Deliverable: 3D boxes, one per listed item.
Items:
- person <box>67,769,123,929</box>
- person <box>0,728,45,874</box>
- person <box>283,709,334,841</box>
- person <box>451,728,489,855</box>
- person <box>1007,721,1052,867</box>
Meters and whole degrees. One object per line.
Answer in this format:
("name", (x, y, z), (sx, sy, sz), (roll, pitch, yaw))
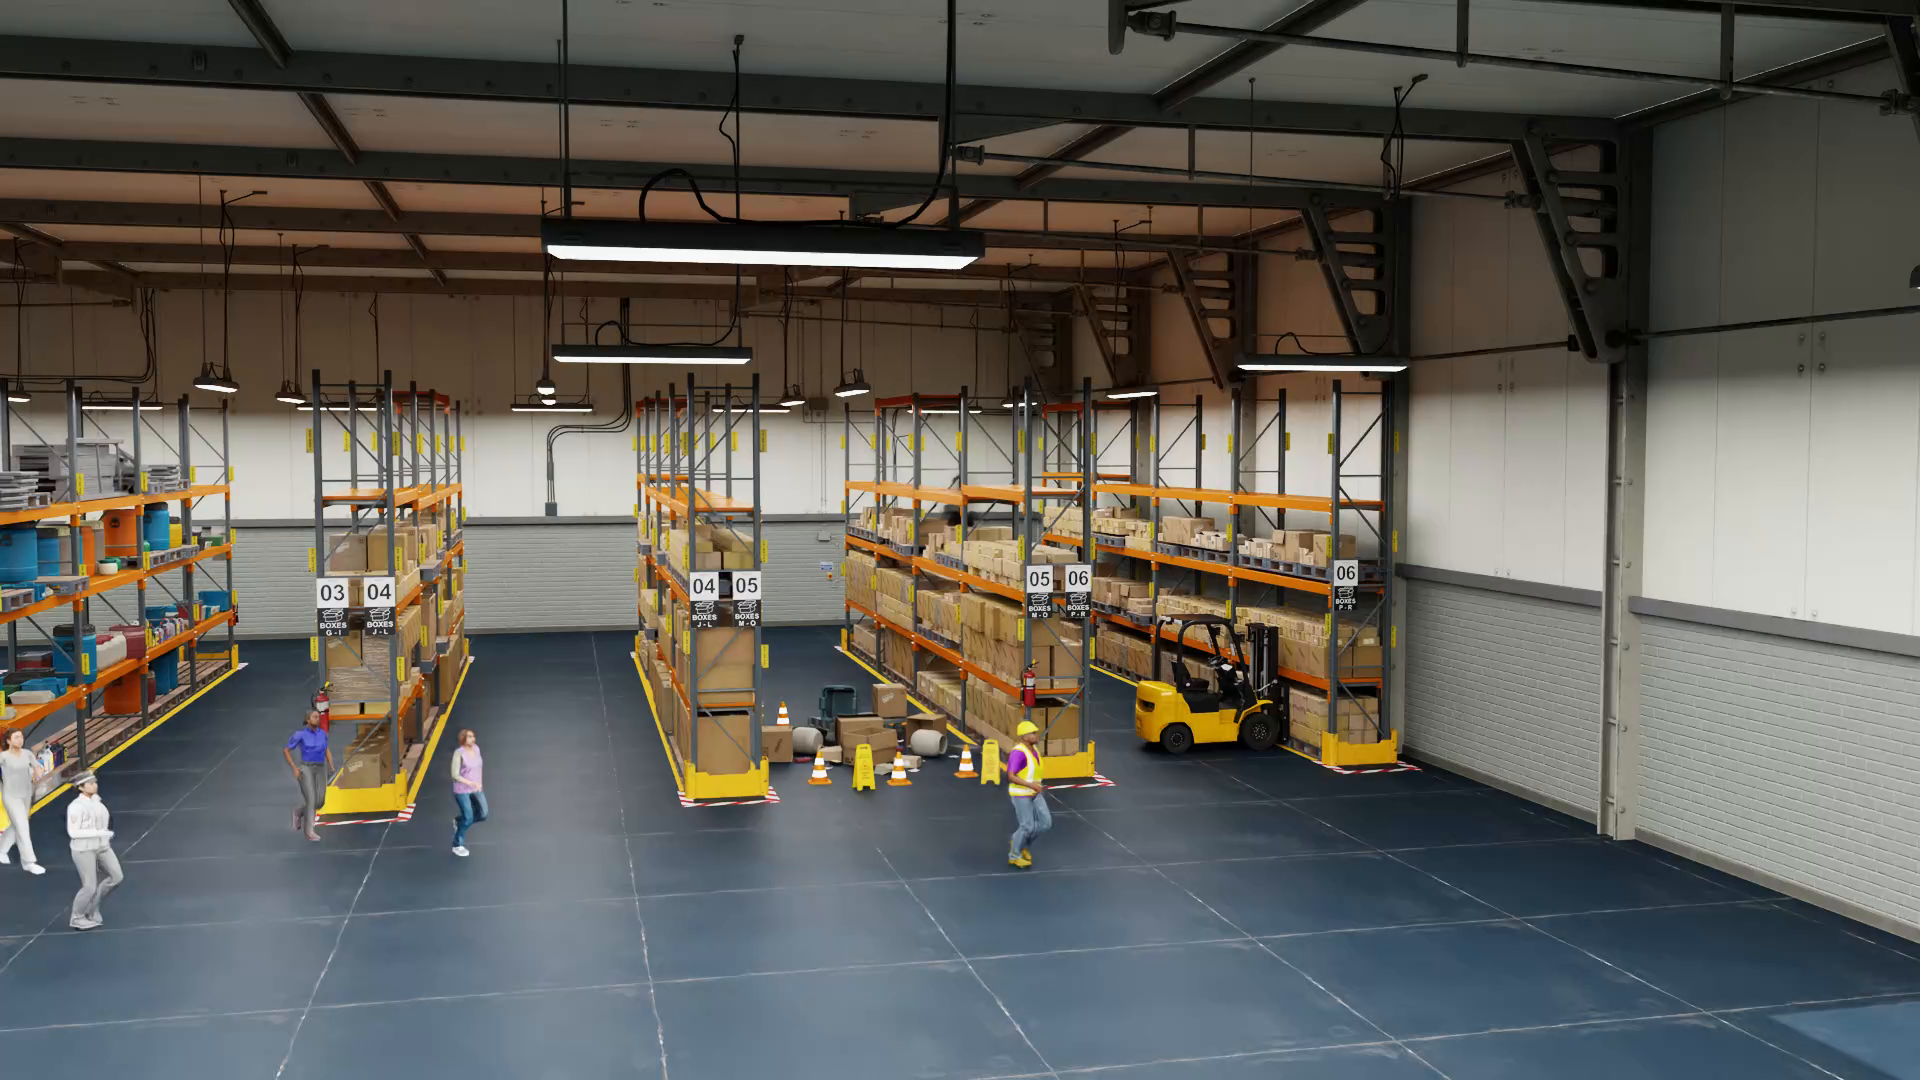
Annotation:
("person", (-8.884, 3.171, 17.107), (0.599, 1.656, 0.591), (1, 3, 10))
("person", (-11.015, 3.015, 19.398), (0.948, 1.663, 0.566), (1, 4, 22))
("person", (-8.277, 2.984, 21.228), (0.579, 1.625, 0.621), (2, 4, 36))
("person", (-5.974, 3.061, 20.271), (0.602, 1.558, 0.566), (2, 4, 29))
("person", (0.822, 2.996, 19.605), (0.587, 1.723, 0.701), (2, 4, 31))
